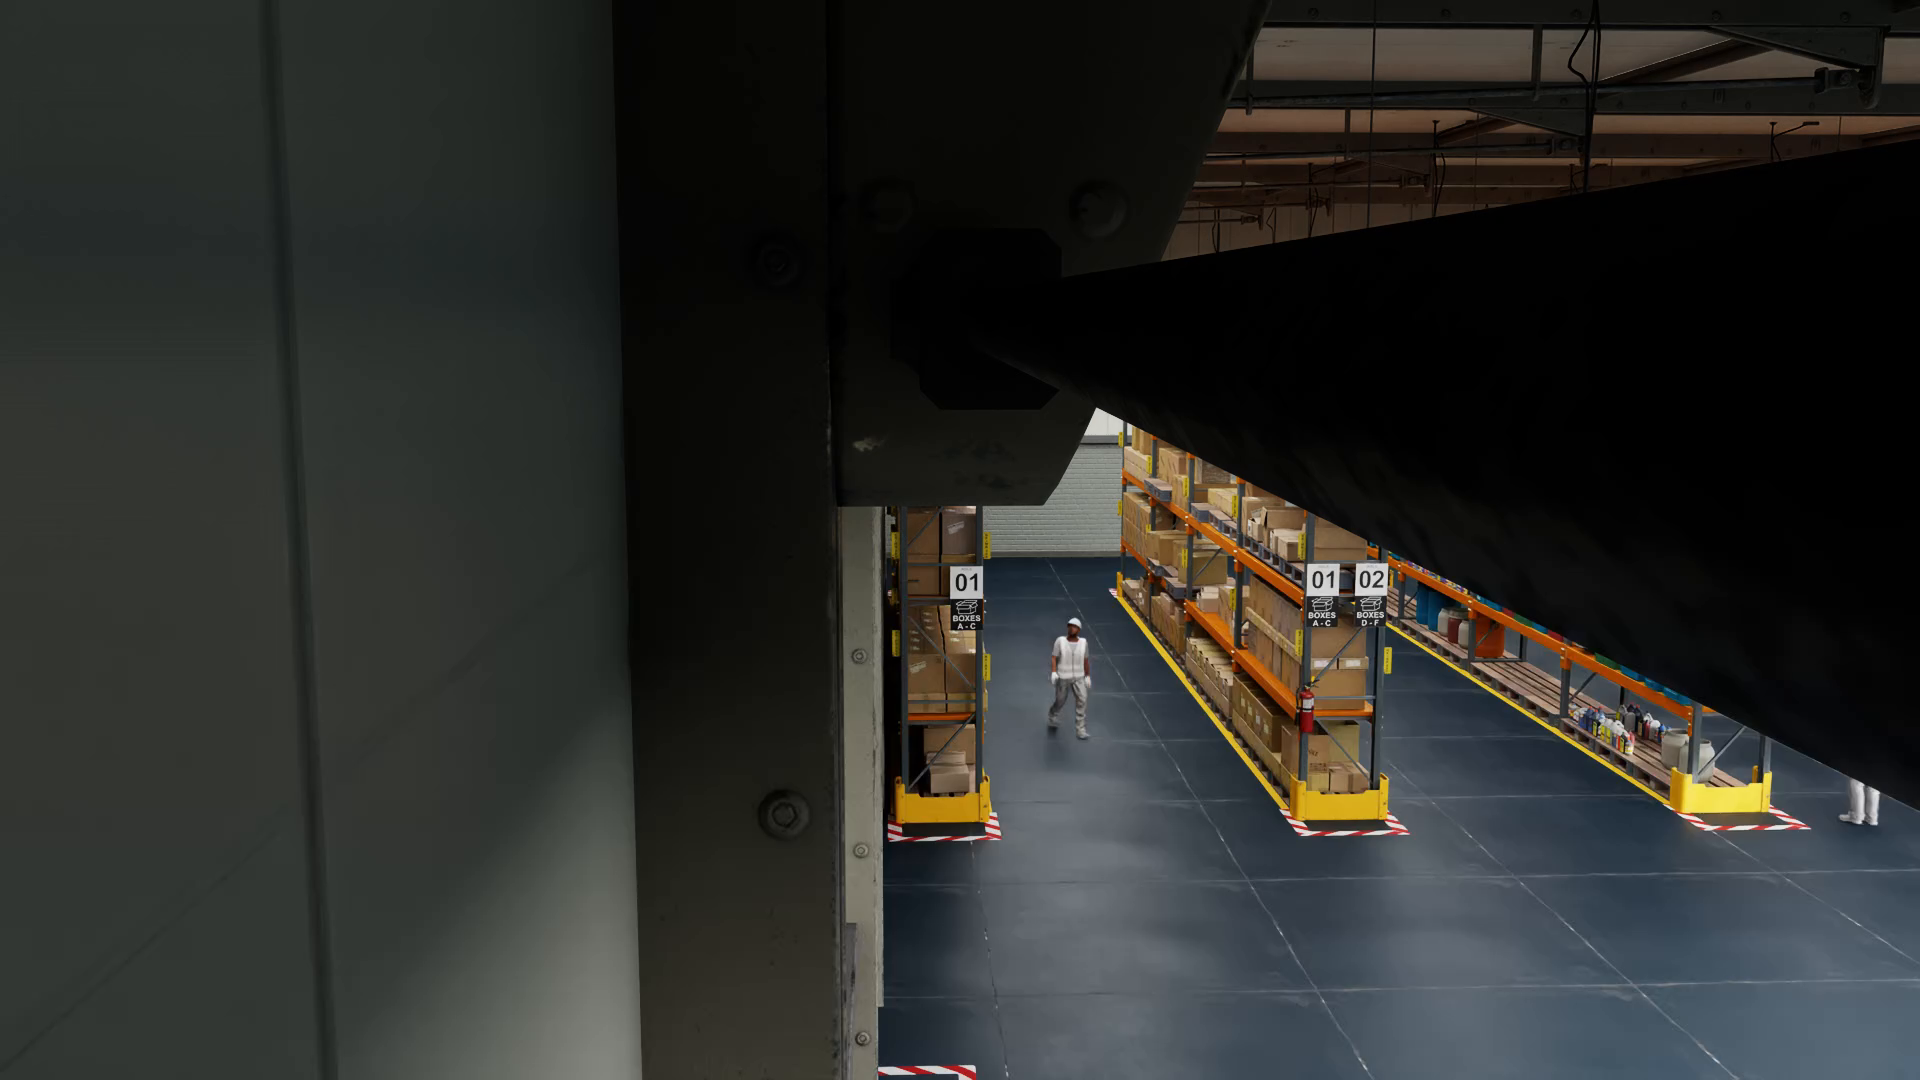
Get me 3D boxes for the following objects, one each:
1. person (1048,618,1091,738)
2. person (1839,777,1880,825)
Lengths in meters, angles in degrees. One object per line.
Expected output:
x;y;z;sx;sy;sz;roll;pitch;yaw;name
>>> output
1.632;2.032;24.650;0.684;1.729;1.012;-2;8;-16;person
11.112;2.599;20.375;0.553;1.779;0.389;0;8;-1;person
